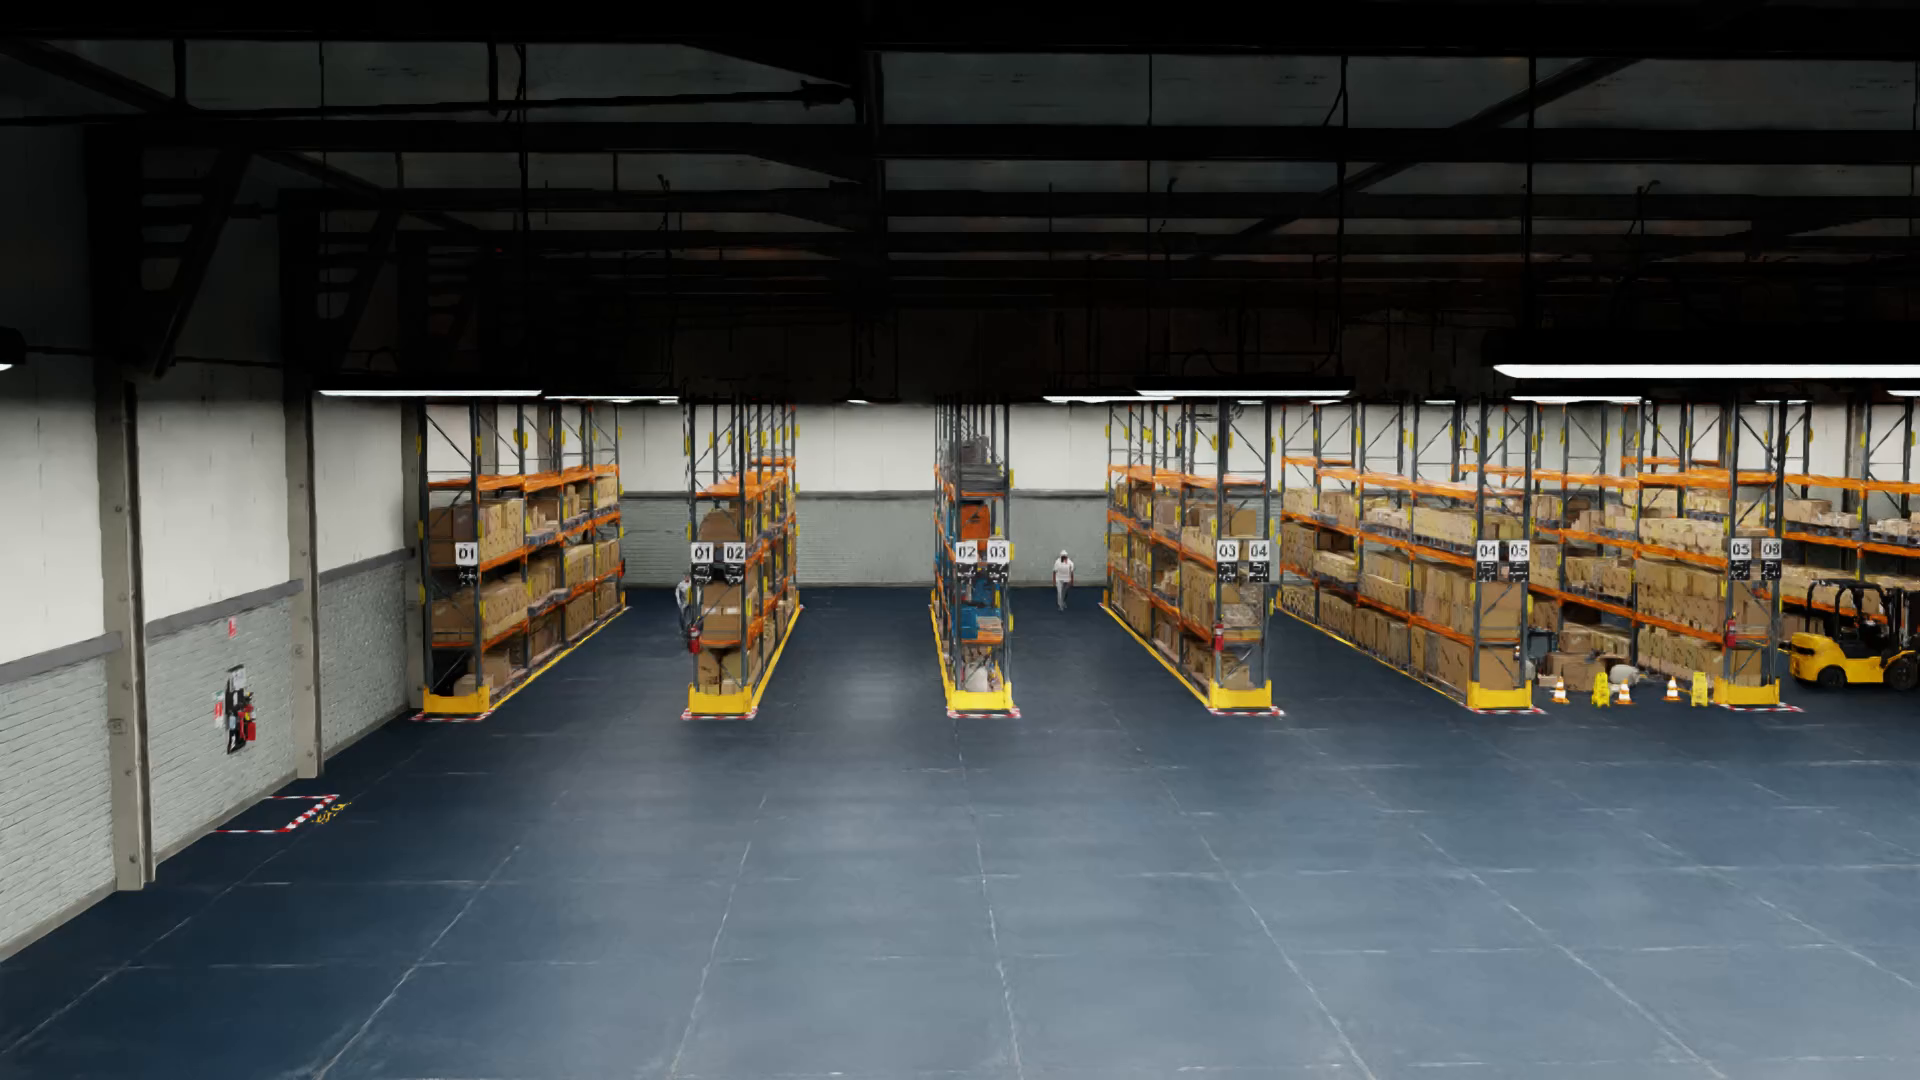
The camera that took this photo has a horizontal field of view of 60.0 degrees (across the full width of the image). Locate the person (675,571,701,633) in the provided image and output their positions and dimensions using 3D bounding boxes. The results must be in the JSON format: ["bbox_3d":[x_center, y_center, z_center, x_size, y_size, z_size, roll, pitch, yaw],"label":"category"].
[{"bbox_3d":[-6.835,1.568,41.812,0.639,1.632,0.506,0,5,-4],"label":"person"}]

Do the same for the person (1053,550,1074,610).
[{"bbox_3d":[2.932,1.113,46.908,0.575,1.689,1.128,0,5,-5],"label":"person"}]

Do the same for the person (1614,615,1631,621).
[{"bbox_3d":[17.803,1.353,44.474,0.538,1.587,0.540,1,5,16],"label":"person"}]

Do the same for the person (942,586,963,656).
[{"bbox_3d":[-0.165,1.788,36.429,0.512,1.594,0.516,1,5,9],"label":"person"}]
